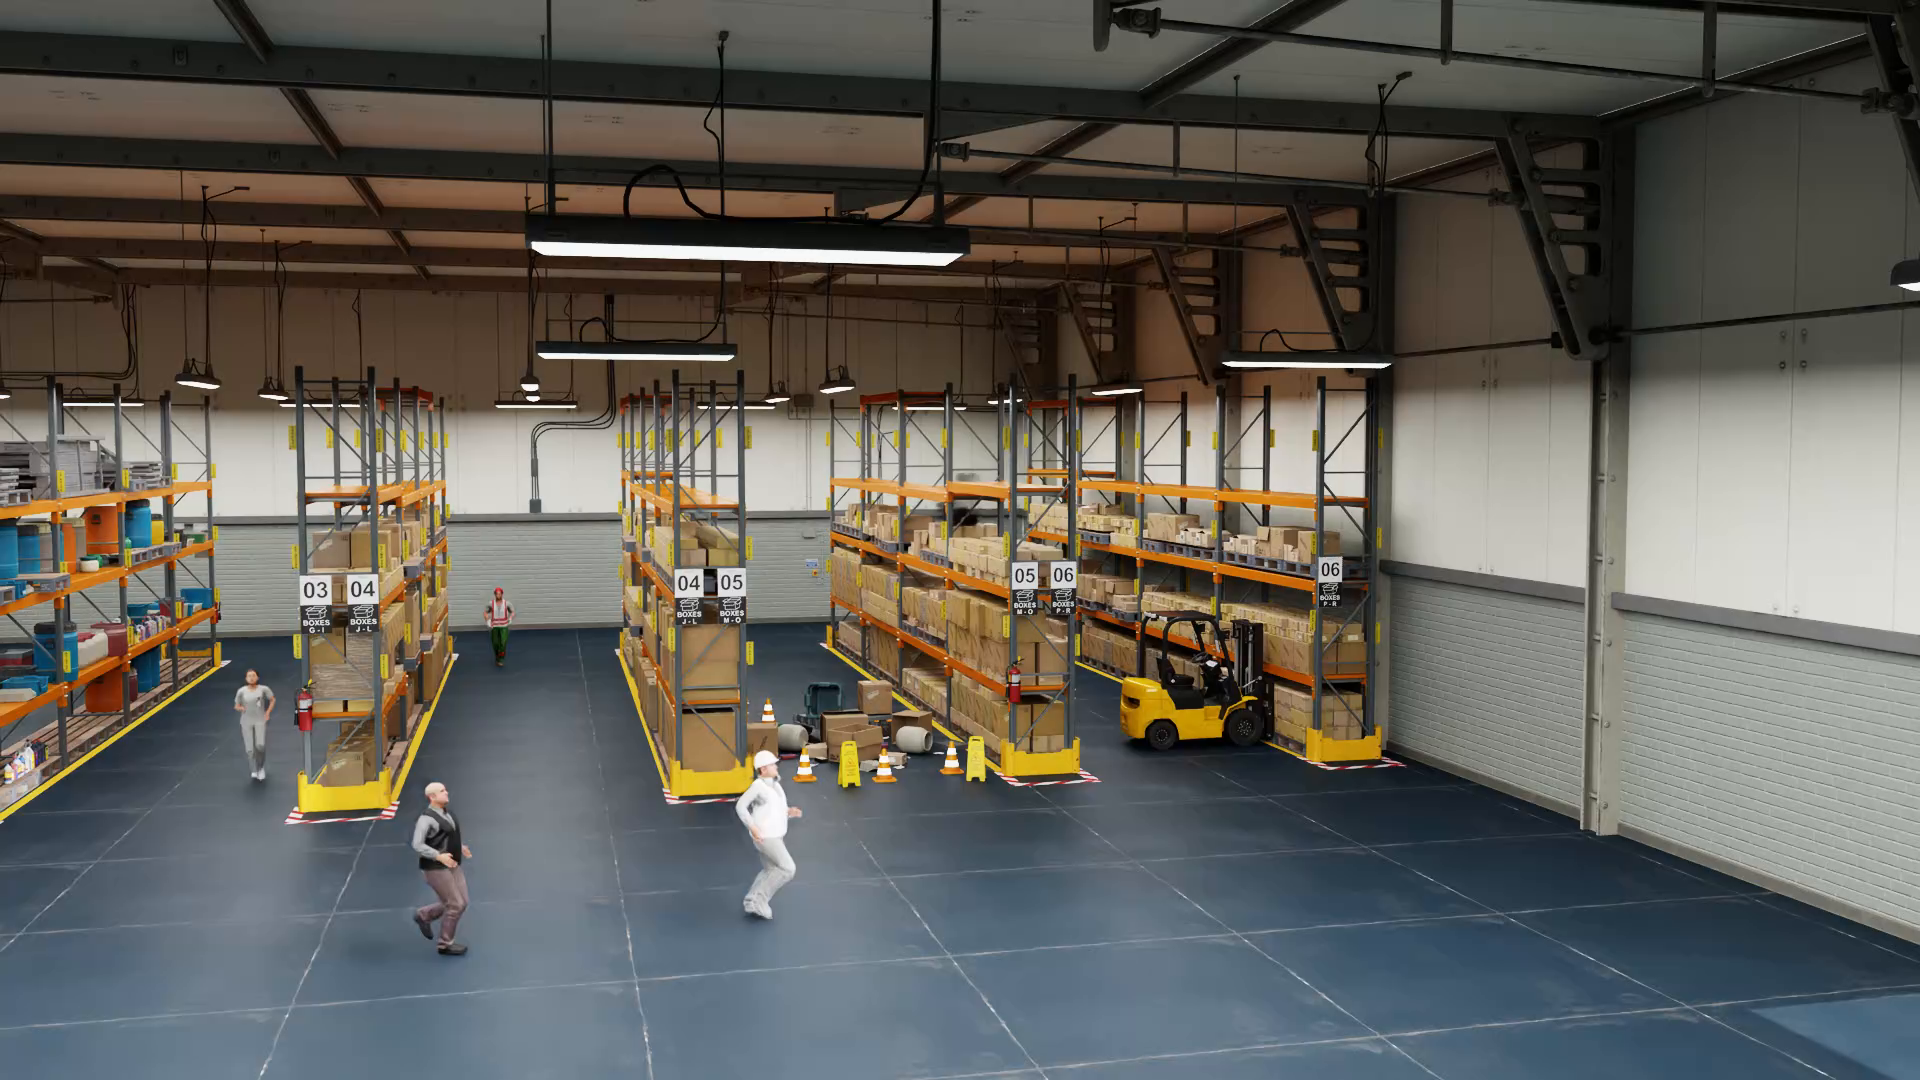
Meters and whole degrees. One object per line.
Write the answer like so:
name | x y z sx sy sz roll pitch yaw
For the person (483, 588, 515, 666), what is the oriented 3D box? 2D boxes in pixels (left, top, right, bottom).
person | -10.233 1.927 36.946 0.683 1.747 0.594 -1 4 -14

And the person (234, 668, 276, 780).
person | -10.363 2.715 24.421 0.548 1.656 0.616 -1 4 -17

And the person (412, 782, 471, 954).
person | -5.100 3.195 16.228 0.614 1.673 0.659 1 3 9

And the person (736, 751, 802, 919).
person | -1.972 3.078 17.391 0.663 1.742 0.634 1 3 12
